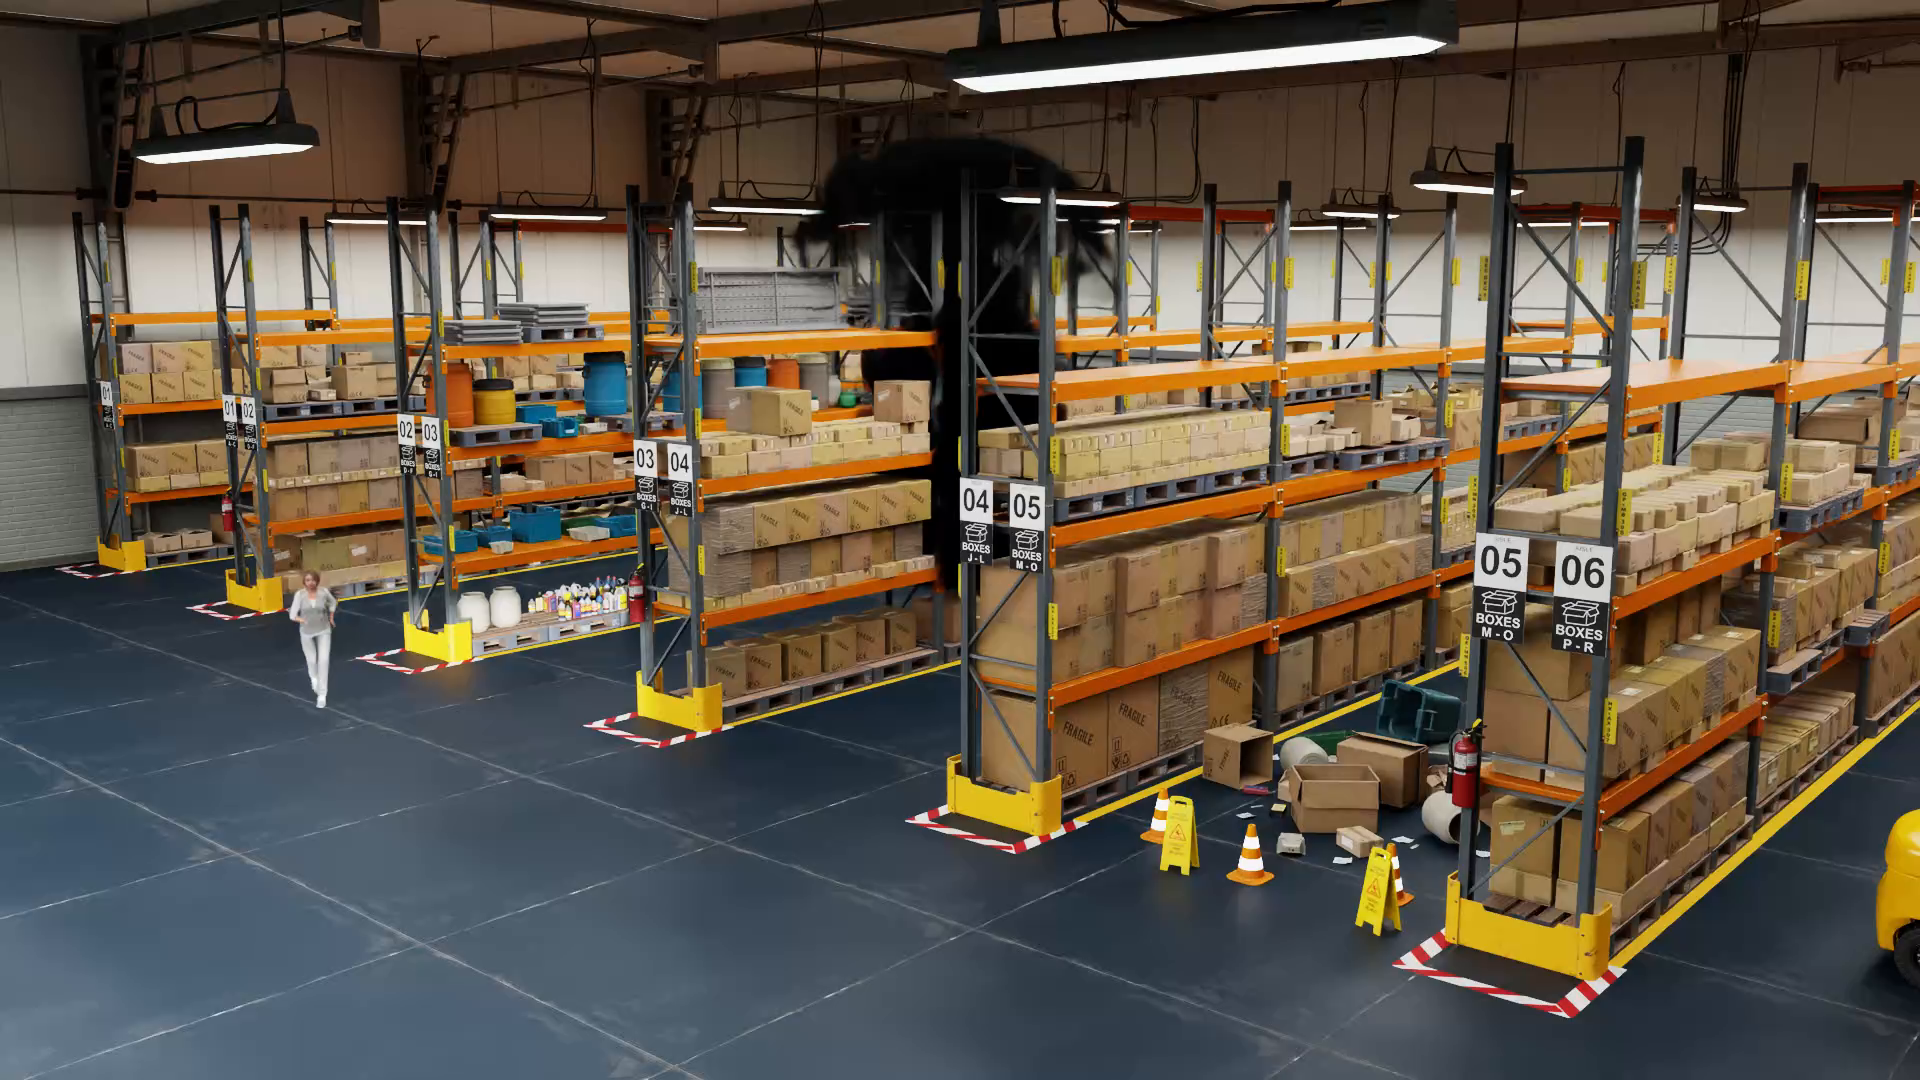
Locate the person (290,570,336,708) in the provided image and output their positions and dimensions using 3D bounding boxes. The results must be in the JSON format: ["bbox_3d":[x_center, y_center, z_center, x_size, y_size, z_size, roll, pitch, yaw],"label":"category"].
[{"bbox_3d":[-7.641,1.117,19.695,0.512,1.594,0.894,-3,10,-19],"label":"person"}]
